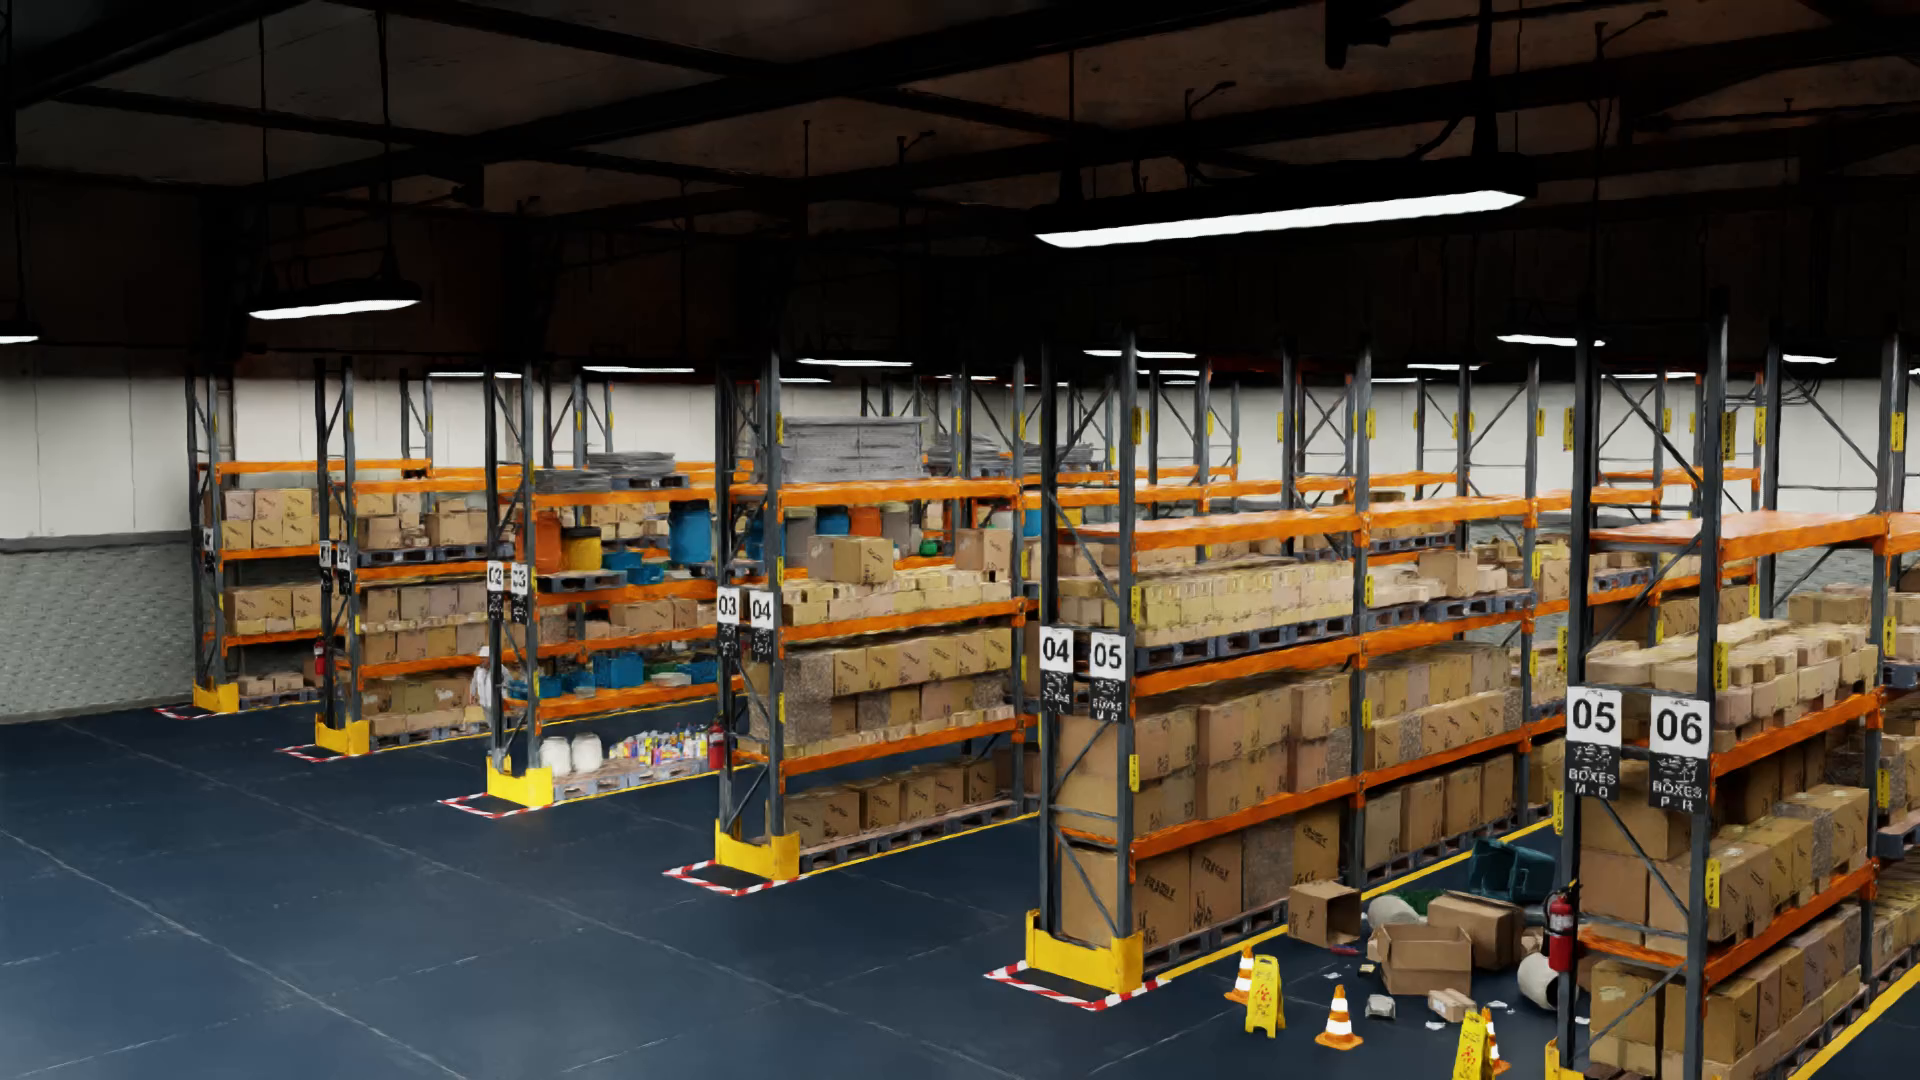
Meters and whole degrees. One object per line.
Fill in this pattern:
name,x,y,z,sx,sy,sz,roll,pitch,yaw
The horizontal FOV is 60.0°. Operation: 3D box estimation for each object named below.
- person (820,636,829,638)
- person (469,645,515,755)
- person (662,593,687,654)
person,-2.375,2.155,28.194,0.666,1.715,0.542,4,6,42
person,-6.950,2.391,24.775,0.648,1.686,0.800,2,5,23
person,-5.488,1.844,32.138,0.729,1.734,0.544,4,6,43
